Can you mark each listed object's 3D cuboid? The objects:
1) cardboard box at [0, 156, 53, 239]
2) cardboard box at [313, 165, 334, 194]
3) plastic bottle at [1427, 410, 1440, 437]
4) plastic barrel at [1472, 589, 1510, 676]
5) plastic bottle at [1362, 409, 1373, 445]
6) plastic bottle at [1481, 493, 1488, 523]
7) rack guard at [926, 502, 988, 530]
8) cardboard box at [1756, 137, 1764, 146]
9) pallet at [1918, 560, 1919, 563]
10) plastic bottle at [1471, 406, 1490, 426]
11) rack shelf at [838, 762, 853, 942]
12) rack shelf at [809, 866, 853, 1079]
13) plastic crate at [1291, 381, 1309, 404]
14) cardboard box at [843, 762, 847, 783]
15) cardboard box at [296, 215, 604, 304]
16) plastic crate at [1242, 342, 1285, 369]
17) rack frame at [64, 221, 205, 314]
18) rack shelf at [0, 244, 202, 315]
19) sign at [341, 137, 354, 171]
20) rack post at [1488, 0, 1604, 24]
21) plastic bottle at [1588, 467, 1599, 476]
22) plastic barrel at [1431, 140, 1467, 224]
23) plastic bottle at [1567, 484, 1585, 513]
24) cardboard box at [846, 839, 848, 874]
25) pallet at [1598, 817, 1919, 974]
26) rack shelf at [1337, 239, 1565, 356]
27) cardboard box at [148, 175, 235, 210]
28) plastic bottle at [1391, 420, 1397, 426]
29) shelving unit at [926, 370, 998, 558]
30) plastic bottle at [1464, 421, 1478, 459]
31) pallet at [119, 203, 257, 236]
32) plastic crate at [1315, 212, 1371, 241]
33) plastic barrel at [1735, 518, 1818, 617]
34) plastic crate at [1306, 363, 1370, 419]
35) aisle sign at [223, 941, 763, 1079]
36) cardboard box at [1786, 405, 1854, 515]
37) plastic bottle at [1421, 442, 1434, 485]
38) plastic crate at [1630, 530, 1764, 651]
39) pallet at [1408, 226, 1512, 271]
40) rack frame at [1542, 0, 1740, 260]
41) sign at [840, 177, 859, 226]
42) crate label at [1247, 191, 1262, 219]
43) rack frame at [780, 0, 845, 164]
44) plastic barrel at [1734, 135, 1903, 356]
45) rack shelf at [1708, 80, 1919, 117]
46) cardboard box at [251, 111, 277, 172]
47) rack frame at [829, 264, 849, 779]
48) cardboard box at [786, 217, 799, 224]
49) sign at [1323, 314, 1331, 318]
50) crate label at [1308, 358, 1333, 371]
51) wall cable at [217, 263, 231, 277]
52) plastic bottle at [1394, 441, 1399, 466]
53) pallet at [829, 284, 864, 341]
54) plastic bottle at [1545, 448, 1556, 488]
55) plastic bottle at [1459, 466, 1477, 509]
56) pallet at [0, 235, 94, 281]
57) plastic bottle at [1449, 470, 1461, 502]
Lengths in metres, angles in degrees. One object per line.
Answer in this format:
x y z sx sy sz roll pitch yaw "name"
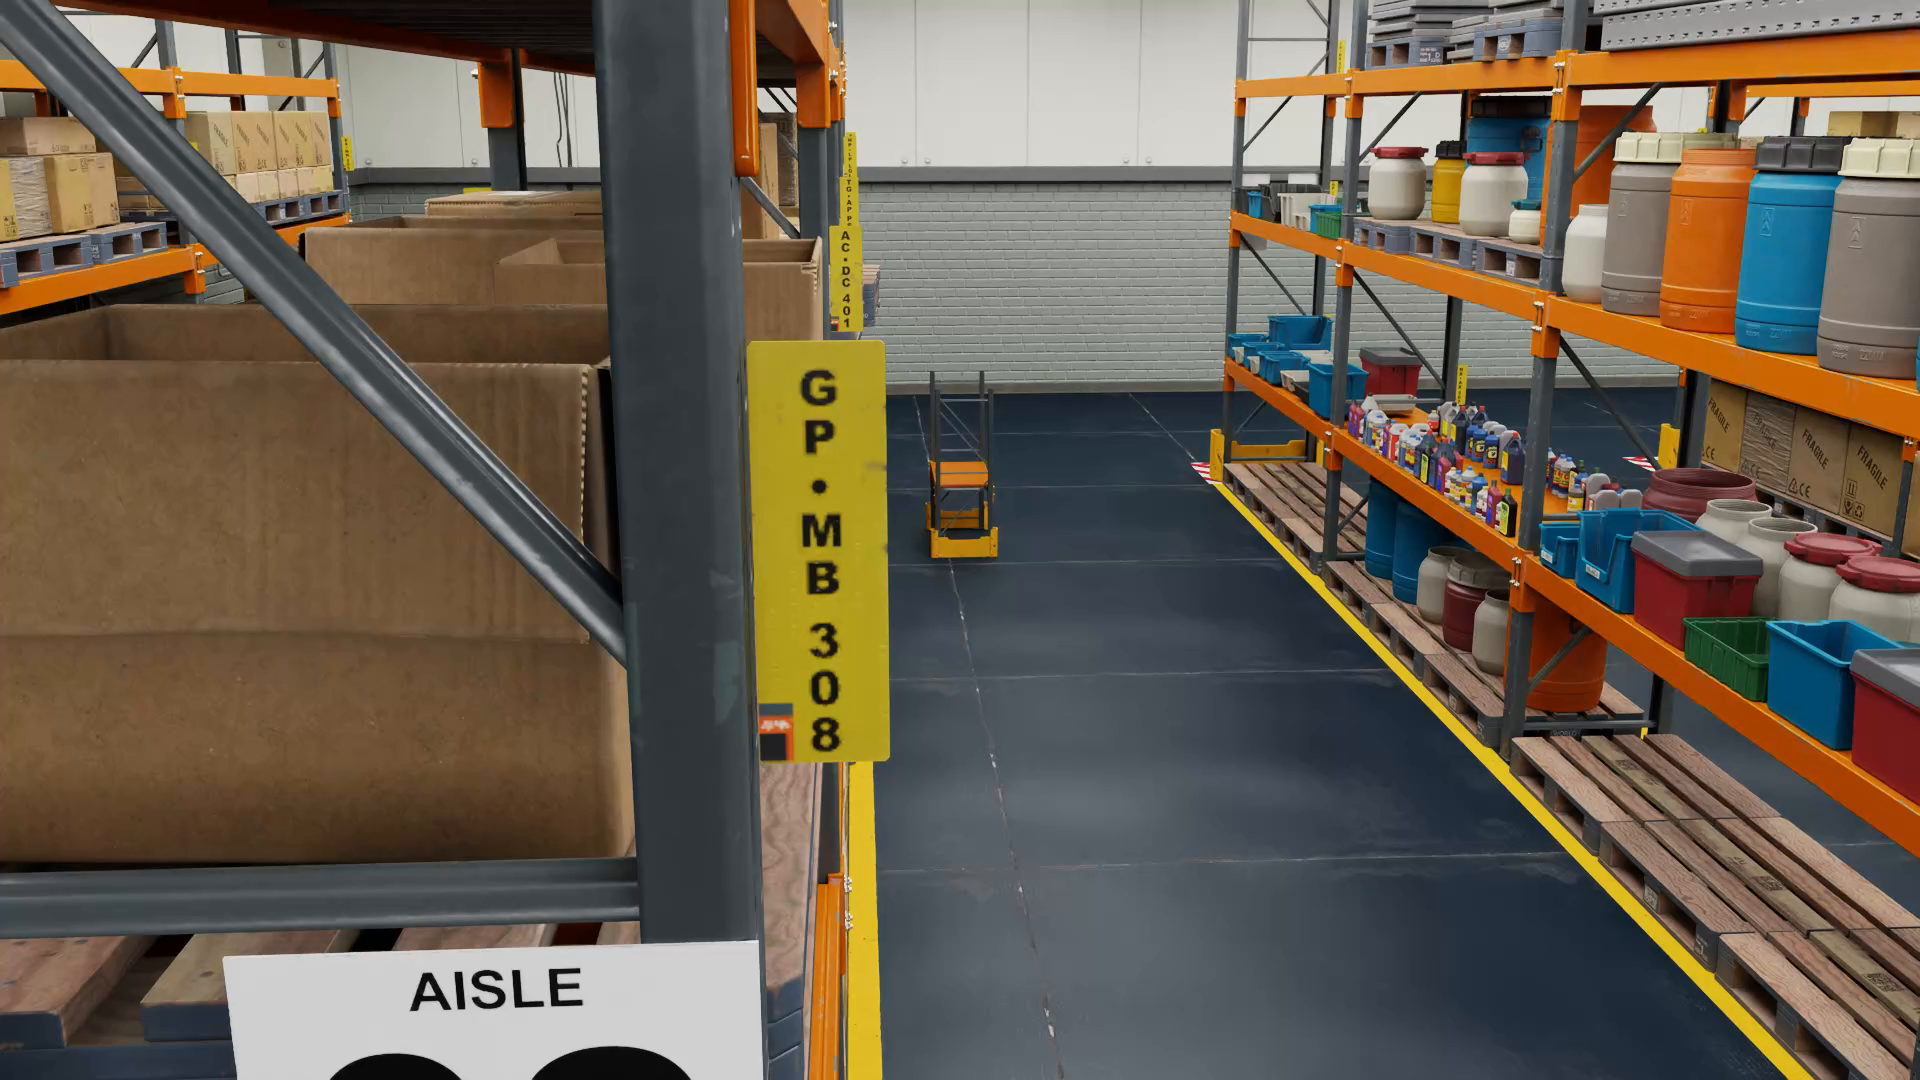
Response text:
-6.335 -2.203 10.688 0.700 0.500 0.500 -1 14 -3 "cardboard box"
-6.283 -3.421 15.763 0.500 0.250 0.500 0 14 -2 "cardboard box"
3.766 -0.929 13.241 0.097 0.201 0.097 0 14 0 "plastic bottle"
3.618 0.611 11.006 0.421 0.512 0.421 0 14 0 "plastic barrel"
3.179 -0.879 12.905 0.097 0.271 0.097 0 14 0 "plastic bottle"
3.336 -0.214 10.462 0.097 0.201 0.097 0 14 0 "plastic bottle"
-0.026 -0.226 15.627 0.587 0.250 0.087 -1 14 -3 "rack guard"
8.238 -3.679 16.265 0.700 0.500 0.500 -1 14 -5 "cardboard box"
8.609 0.340 13.506 1.003 0.211 1.213 -1 14 -3 "pallet"
3.937 -0.832 12.561 0.144 0.351 0.185 -1 14 -3 "plastic bottle"
-1.030 0.791 7.599 1.077 0.370 4.000 -1 14 -3 "rack shelf"
-0.782 1.786 3.733 1.077 0.370 4.000 -1 14 -3 "rack shelf"
3.205 -1.295 14.695 0.437 0.125 0.590 -1 14 -3 "plastic crate"
-0.809 1.183 8.182 0.500 0.311 0.500 -1 14 -4 "cardboard box"
-0.930 -0.422 3.521 0.797 0.503 0.637 1 14 3 "cardboard box"
3.022 -1.838 16.588 0.416 0.233 0.300 -1 14 -3 "plastic crate"
-6.346 -0.972 13.008 1.000 3.000 0.127 -1 14 -3 "rack frame"
-6.222 -1.579 10.791 1.077 0.370 4.000 -1 14 -3 "rack shelf"
-6.051 -3.815 16.420 0.100 0.325 0.005 -1 14 -3 "sign"
3.704 -3.179 9.696 0.954 0.300 0.937 -1 14 -3 "rack post"
4.094 -0.335 10.768 0.061 0.283 0.133 -1 14 -3 "plastic bottle"
3.801 -2.648 12.283 0.600 0.588 0.600 0 14 0 "plastic barrel"
3.934 -0.255 10.621 0.097 0.201 0.097 0 14 0 "plastic bottle"
-0.780 1.582 7.758 0.500 0.250 0.500 -1 14 -2 "cardboard box"
3.872 1.716 8.156 1.003 0.211 1.213 -1 14 -3 "pallet"
3.666 -1.732 11.386 1.077 0.370 4.000 -1 14 -3 "rack shelf"
-6.126 -2.780 13.272 0.500 0.250 0.500 -1 14 -4 "cardboard box"
3.337 -0.823 12.829 0.097 0.201 0.097 0 14 0 "plastic bottle"
0.005 -0.707 14.989 0.587 1.500 1.083 -1 14 -3 "shelving unit"
3.820 -0.747 12.391 0.097 0.271 0.097 0 14 0 "plastic bottle"
-6.386 -2.585 13.437 1.003 0.211 1.213 -1 14 -3 "pallet"
3.214 -2.576 13.647 0.450 0.188 0.662 -1 14 -3 "plastic crate"
4.093 0.173 8.334 0.421 0.512 0.421 0 14 0 "plastic barrel"
3.173 -1.257 14.028 0.392 0.384 0.575 -1 14 -3 "plastic crate"
-0.349 0.688 1.341 0.394 0.787 0.004 -1 14 -3 "aisle sign"
8.469 -0.765 15.625 0.875 0.875 0.875 -1 14 -3 "cardboard box"
3.249 -0.531 11.529 0.061 0.283 0.133 -1 14 -3 "plastic bottle"
3.585 0.245 8.148 0.402 0.464 0.583 -1 14 -3 "plastic crate"
3.761 -2.011 11.405 1.003 0.211 1.213 -1 14 -3 "pallet"
3.790 -3.036 8.989 1.000 3.000 0.127 -1 14 -3 "rack frame"
-0.600 -1.803 9.020 0.100 0.325 0.005 -1 14 -3 "sign"
3.029 -3.266 16.203 0.408 0.251 0.502 -1 14 -3 "crate label"
-1.650 -4.950 16.428 1.000 3.000 0.127 -1 14 -3 "rack frame"
3.709 -1.279 7.177 0.600 0.901 0.708 -1 14 -3 "plastic barrel"
8.362 -4.062 15.225 1.077 0.370 4.000 -1 14 -3 "rack shelf"
-6.184 -3.399 14.175 0.500 0.500 0.500 -1 14 -3 "cardboard box"
-1.154 -0.055 9.443 1.000 3.000 0.127 -1 14 -3 "rack frame"
-1.070 -1.526 8.600 0.500 0.250 0.500 -2 15 -8 "cardboard box"
3.842 -2.211 17.498 0.100 0.325 0.005 -1 14 -3 "sign"
3.571 -1.680 16.168 0.396 0.136 0.243 -1 14 -3 "crate label"
-7.617 -2.763 17.929 0.084 1.984 1.851 -1 14 -3 "wall cable"
3.228 -0.648 12.149 0.097 0.201 0.097 0 14 0 "plastic bottle"
-0.951 -0.970 7.361 1.003 0.211 1.213 0 14 -1 "pallet"
4.034 -0.497 11.420 0.097 0.271 0.097 0 14 0 "plastic bottle"
3.312 -0.345 10.830 0.097 0.271 0.097 0 14 0 "plastic bottle"
-6.263 -1.776 10.492 1.003 0.211 1.213 0 14 -1 "pallet"
3.300 -0.360 11.027 0.097 0.201 0.097 0 14 0 "plastic bottle"
